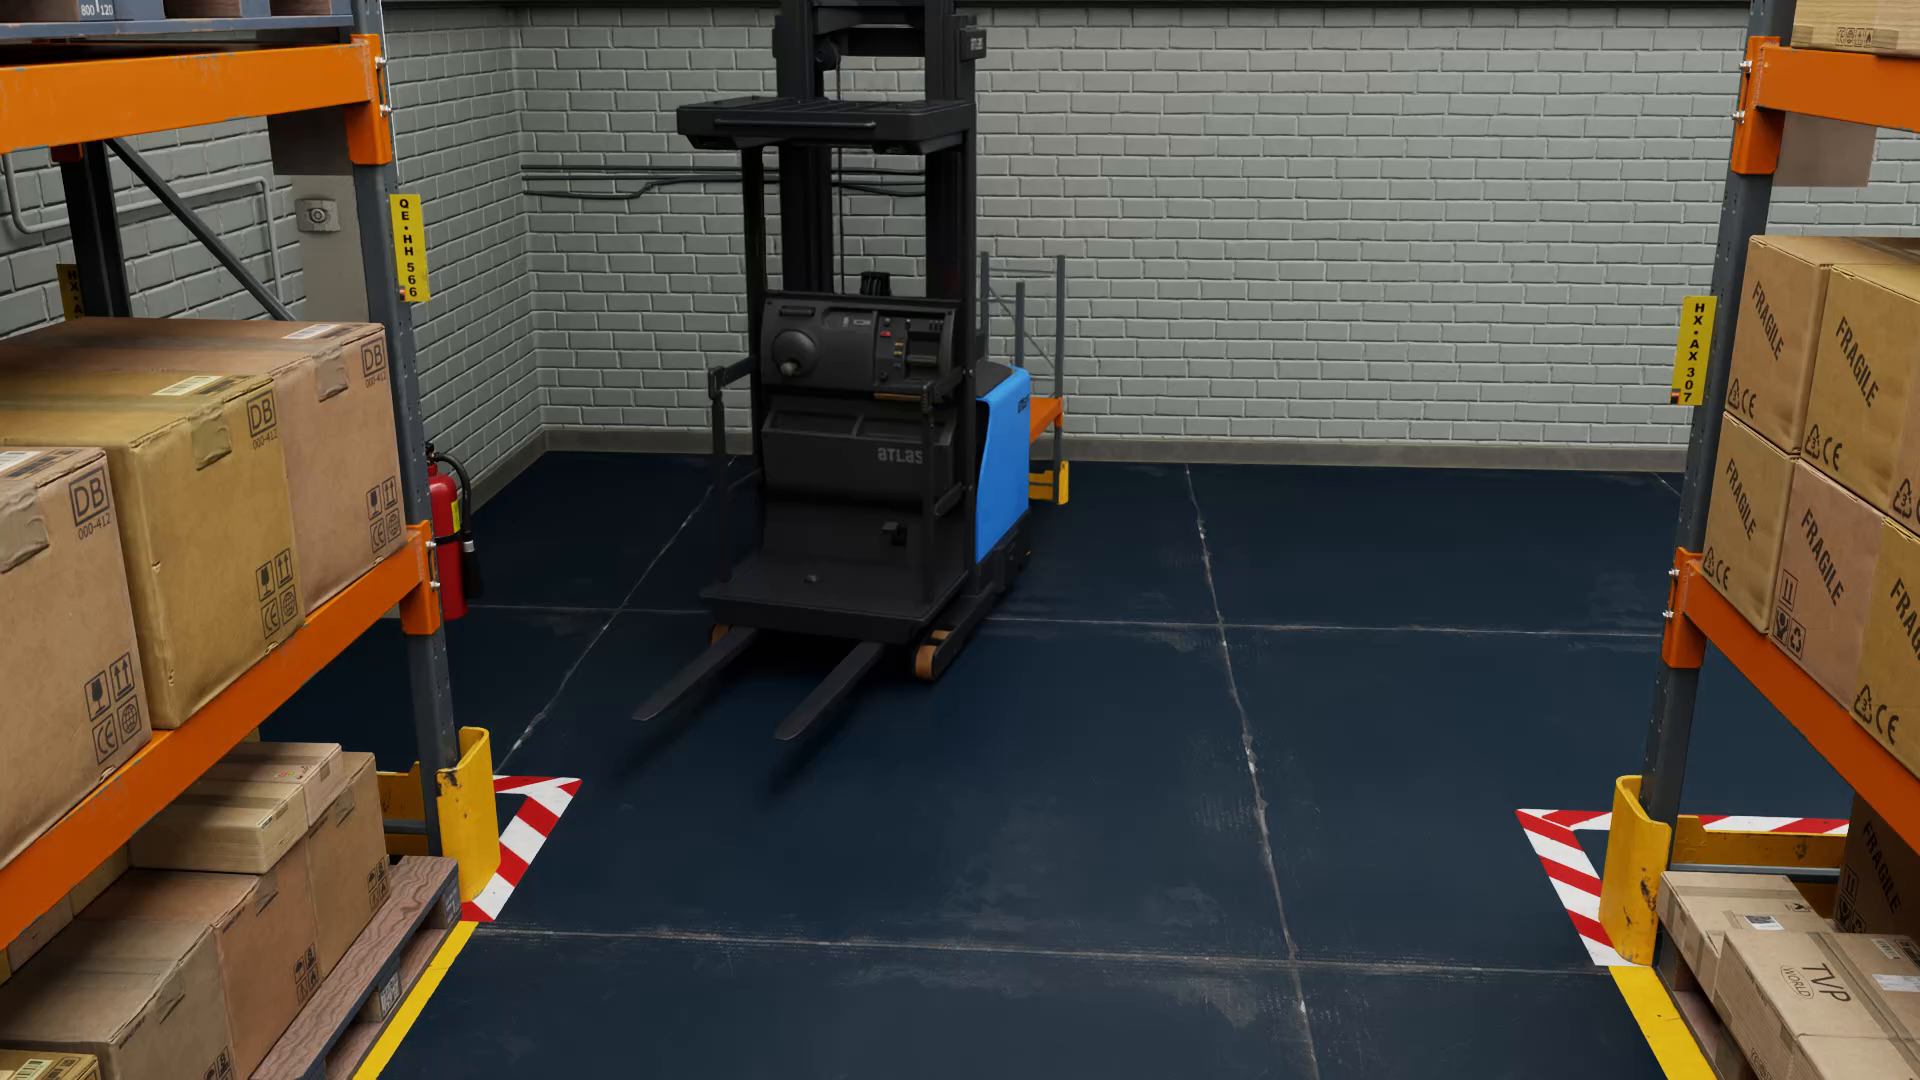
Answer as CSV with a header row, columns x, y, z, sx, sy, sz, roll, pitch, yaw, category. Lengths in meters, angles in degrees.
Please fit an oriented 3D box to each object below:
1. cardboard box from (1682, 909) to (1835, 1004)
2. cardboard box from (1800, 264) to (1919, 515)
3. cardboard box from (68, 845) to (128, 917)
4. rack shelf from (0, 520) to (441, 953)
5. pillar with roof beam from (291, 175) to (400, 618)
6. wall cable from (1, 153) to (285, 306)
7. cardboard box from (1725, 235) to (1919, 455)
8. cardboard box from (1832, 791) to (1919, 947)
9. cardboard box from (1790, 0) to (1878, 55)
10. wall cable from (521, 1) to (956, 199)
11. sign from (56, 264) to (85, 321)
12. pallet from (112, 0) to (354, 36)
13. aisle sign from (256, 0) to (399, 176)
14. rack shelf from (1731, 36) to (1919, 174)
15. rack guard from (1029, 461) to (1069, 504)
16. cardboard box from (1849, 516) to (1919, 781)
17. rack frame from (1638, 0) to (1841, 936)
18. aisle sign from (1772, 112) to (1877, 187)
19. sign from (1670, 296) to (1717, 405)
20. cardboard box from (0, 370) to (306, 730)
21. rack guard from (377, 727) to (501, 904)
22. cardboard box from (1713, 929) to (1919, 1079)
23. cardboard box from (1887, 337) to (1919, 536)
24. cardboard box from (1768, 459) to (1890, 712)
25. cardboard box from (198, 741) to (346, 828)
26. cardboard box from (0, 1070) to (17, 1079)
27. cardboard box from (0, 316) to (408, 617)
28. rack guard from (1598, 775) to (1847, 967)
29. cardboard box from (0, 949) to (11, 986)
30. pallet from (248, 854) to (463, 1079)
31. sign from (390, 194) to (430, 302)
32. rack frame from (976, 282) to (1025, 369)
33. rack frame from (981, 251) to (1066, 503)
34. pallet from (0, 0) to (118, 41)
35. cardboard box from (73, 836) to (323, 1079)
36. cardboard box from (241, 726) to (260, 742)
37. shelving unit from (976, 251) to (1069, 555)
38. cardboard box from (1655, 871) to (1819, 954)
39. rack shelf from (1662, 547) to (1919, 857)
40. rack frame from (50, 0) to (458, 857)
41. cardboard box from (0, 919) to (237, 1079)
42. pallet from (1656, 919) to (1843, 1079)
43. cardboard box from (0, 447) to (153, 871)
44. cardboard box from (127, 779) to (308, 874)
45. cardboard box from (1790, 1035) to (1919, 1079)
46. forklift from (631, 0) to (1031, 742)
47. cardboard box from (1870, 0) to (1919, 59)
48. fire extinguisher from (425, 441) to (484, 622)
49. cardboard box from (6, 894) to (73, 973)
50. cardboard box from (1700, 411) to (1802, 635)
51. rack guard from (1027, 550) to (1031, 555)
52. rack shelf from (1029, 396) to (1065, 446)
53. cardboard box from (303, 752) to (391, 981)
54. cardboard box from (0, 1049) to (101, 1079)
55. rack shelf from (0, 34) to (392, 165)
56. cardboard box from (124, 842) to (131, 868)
x,y,z,sx,sy,sz,roll,pitch,yaw,category
2.325,1.201,4.784,0.380,0.166,0.250,1,18,4,cardboard box
2.391,-0.364,3.951,0.500,0.500,0.500,1,18,4,cardboard box
-2.421,0.846,4.323,0.380,0.149,0.250,1,18,4,cardboard box
-2.369,0.717,3.572,1.077,0.370,4.000,1,18,4,rack shelf
1.399,-3.858,6.746,9.100,9.000,0.400,1,18,4,pillar with roof beam
-3.078,-1.147,6.475,0.084,1.984,1.851,1,18,4,wall cable
2.420,-0.527,4.447,0.500,0.500,0.500,2,18,6,cardboard box
2.922,1.017,4.810,0.500,0.500,0.500,1,18,4,cardboard box
2.425,-1.336,4.108,0.500,0.250,0.500,1,18,4,cardboard box
-1.464,-3.370,10.241,3.097,2.526,0.112,1,18,4,wall cable
-2.779,-0.709,5.252,0.100,0.325,0.005,1,18,4,sign
-2.269,-1.398,4.198,1.003,0.211,1.213,1,18,4,pallet
-1.922,-1.497,4.998,0.394,0.787,0.004,1,18,4,aisle sign
2.572,-0.599,2.771,1.077,0.370,4.000,1,18,4,rack shelf
0.369,-0.370,10.151,0.587,0.250,0.087,5,19,15,rack guard
2.350,0.264,3.638,0.500,0.500,0.500,1,18,4,cardboard box
2.715,-0.136,5.021,1.000,3.000,0.127,1,18,4,rack frame
2.427,-1.399,4.701,0.394,0.787,0.004,1,18,4,aisle sign
2.174,-0.560,4.923,0.100,0.325,0.005,1,18,4,sign
-2.294,-0.003,4.134,0.980,0.700,0.700,1,18,3,cardboard box
-2.224,0.935,5.767,1.175,0.500,0.348,1,18,4,rack guard
2.358,1.279,4.411,0.500,0.250,0.500,1,18,4,cardboard box
2.350,-0.209,3.478,0.500,0.500,0.500,2,18,5,cardboard box
2.389,0.109,4.114,0.500,0.500,0.500,1,18,3,cardboard box
-2.004,0.698,4.774,0.380,0.149,0.250,1,18,3,cardboard box
-2.113,1.182,3.296,0.380,0.149,0.250,1,18,2,cardboard box
-2.252,-0.230,4.825,0.980,0.700,0.700,2,18,6,cardboard box
2.710,1.075,5.339,1.175,0.500,0.348,1,18,4,rack guard
-2.456,1.005,3.838,0.380,0.149,0.250,1,18,4,cardboard box
-2.205,1.330,5.026,1.003,0.211,1.213,1,18,4,pallet
-1.686,-0.892,5.088,0.100,0.325,0.005,1,18,4,sign
0.097,-0.660,9.027,0.500,1.500,0.032,5,19,15,rack frame
0.369,-0.965,9.958,0.500,1.500,0.032,5,19,15,rack frame
-2.353,-1.018,3.039,1.003,0.211,1.213,1,18,4,pallet
-2.212,1.118,4.535,0.700,0.500,0.500,1,18,4,cardboard box
-2.367,0.611,5.040,0.380,0.149,0.250,1,18,4,cardboard box
0.236,-0.815,9.501,0.587,1.500,1.083,5,19,15,shelving unit
2.342,1.132,5.023,0.380,0.149,0.250,1,18,4,cardboard box
2.572,0.827,3.238,1.077,0.370,4.000,1,18,4,rack shelf
-2.226,-0.246,5.355,1.000,3.000,0.127,1,18,4,rack frame
-2.248,1.274,4.058,0.700,0.500,0.500,1,18,2,cardboard box
2.654,1.460,4.628,1.003,0.211,1.213,1,18,4,pallet
-2.357,0.233,3.412,0.980,0.700,0.700,0,18,1,cardboard box
-2.021,0.777,4.531,0.380,0.149,0.250,2,18,5,cardboard box
2.322,1.435,3.937,0.500,0.250,0.500,1,18,4,cardboard box
-0.534,-0.894,7.446,1.130,2.935,3.031,5,19,16,forklift
2.376,-1.181,3.635,0.500,0.250,0.500,1,18,4,cardboard box
-1.755,-0.068,5.537,0.296,0.674,0.183,1,18,4,fire extinguisher
-2.438,0.925,4.081,0.380,0.149,0.250,2,18,5,cardboard box
2.420,-0.052,4.603,0.500,0.500,0.500,2,18,5,cardboard box
0.103,-0.071,9.239,0.587,0.250,0.087,5,19,15,rack guard
0.233,-0.641,9.549,0.538,0.185,1.000,5,19,15,rack shelf
-2.176,0.962,5.009,0.700,0.500,0.500,1,18,4,cardboard box
-2.278,1.440,3.552,0.700,0.500,0.500,2,18,5,cardboard box
-2.369,-0.708,3.105,1.077,0.370,4.000,1,18,4,rack shelf
-2.402,0.768,4.560,0.380,0.149,0.250,1,18,4,cardboard box
